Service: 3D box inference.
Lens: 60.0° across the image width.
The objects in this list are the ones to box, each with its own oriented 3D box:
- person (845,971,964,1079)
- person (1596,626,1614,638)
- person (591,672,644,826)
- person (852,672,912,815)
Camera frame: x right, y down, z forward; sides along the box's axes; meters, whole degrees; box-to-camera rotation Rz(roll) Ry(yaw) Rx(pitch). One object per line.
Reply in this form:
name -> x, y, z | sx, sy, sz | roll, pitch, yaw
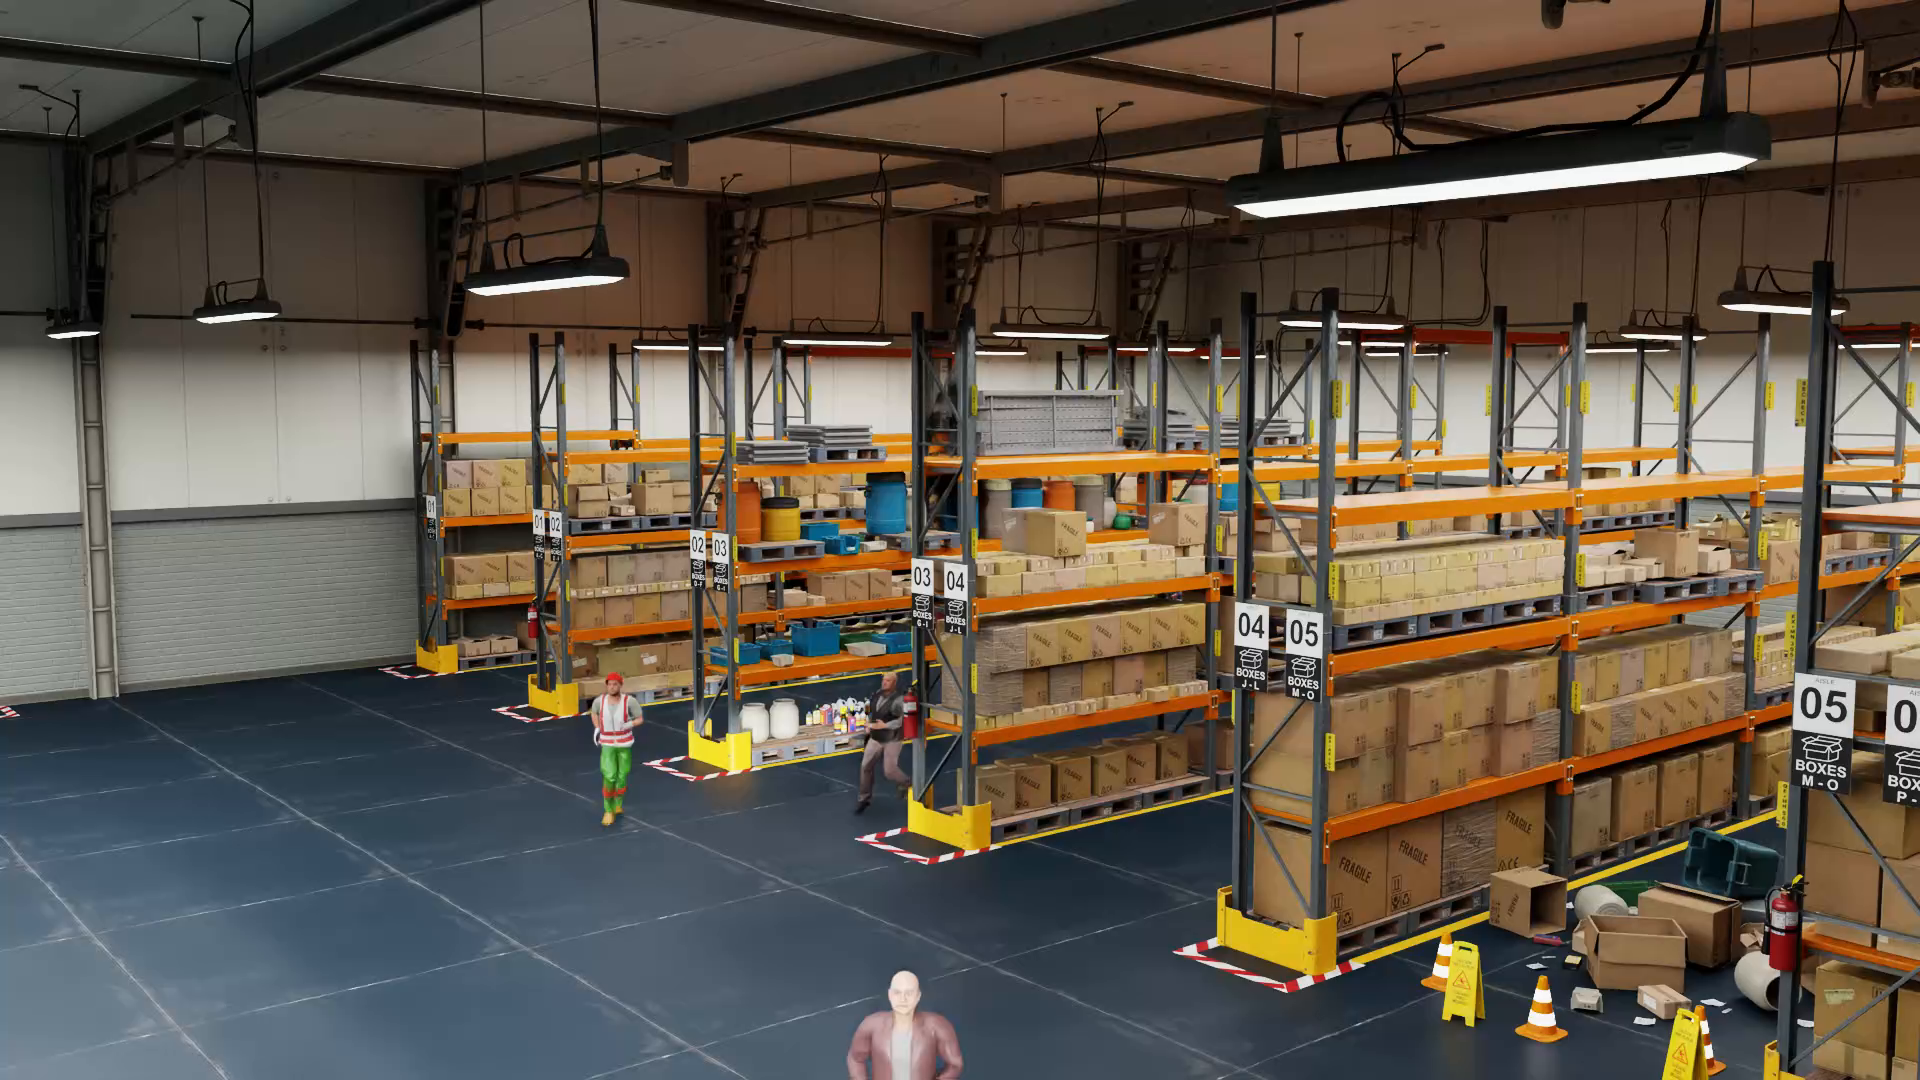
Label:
person -> -0.334, 3.394, 9.831 | 0.710, 1.727, 0.694 | 0, 5, 5
person -> 9.640, 2.042, 24.831 | 0.845, 1.690, 0.581 | -5, 7, -42
person -> -4.060, 2.471, 19.699 | 0.610, 1.835, 0.748 | -1, 5, -10
person -> -0.864, 2.456, 20.250 | 0.678, 1.739, 0.893 | 5, 7, 41
